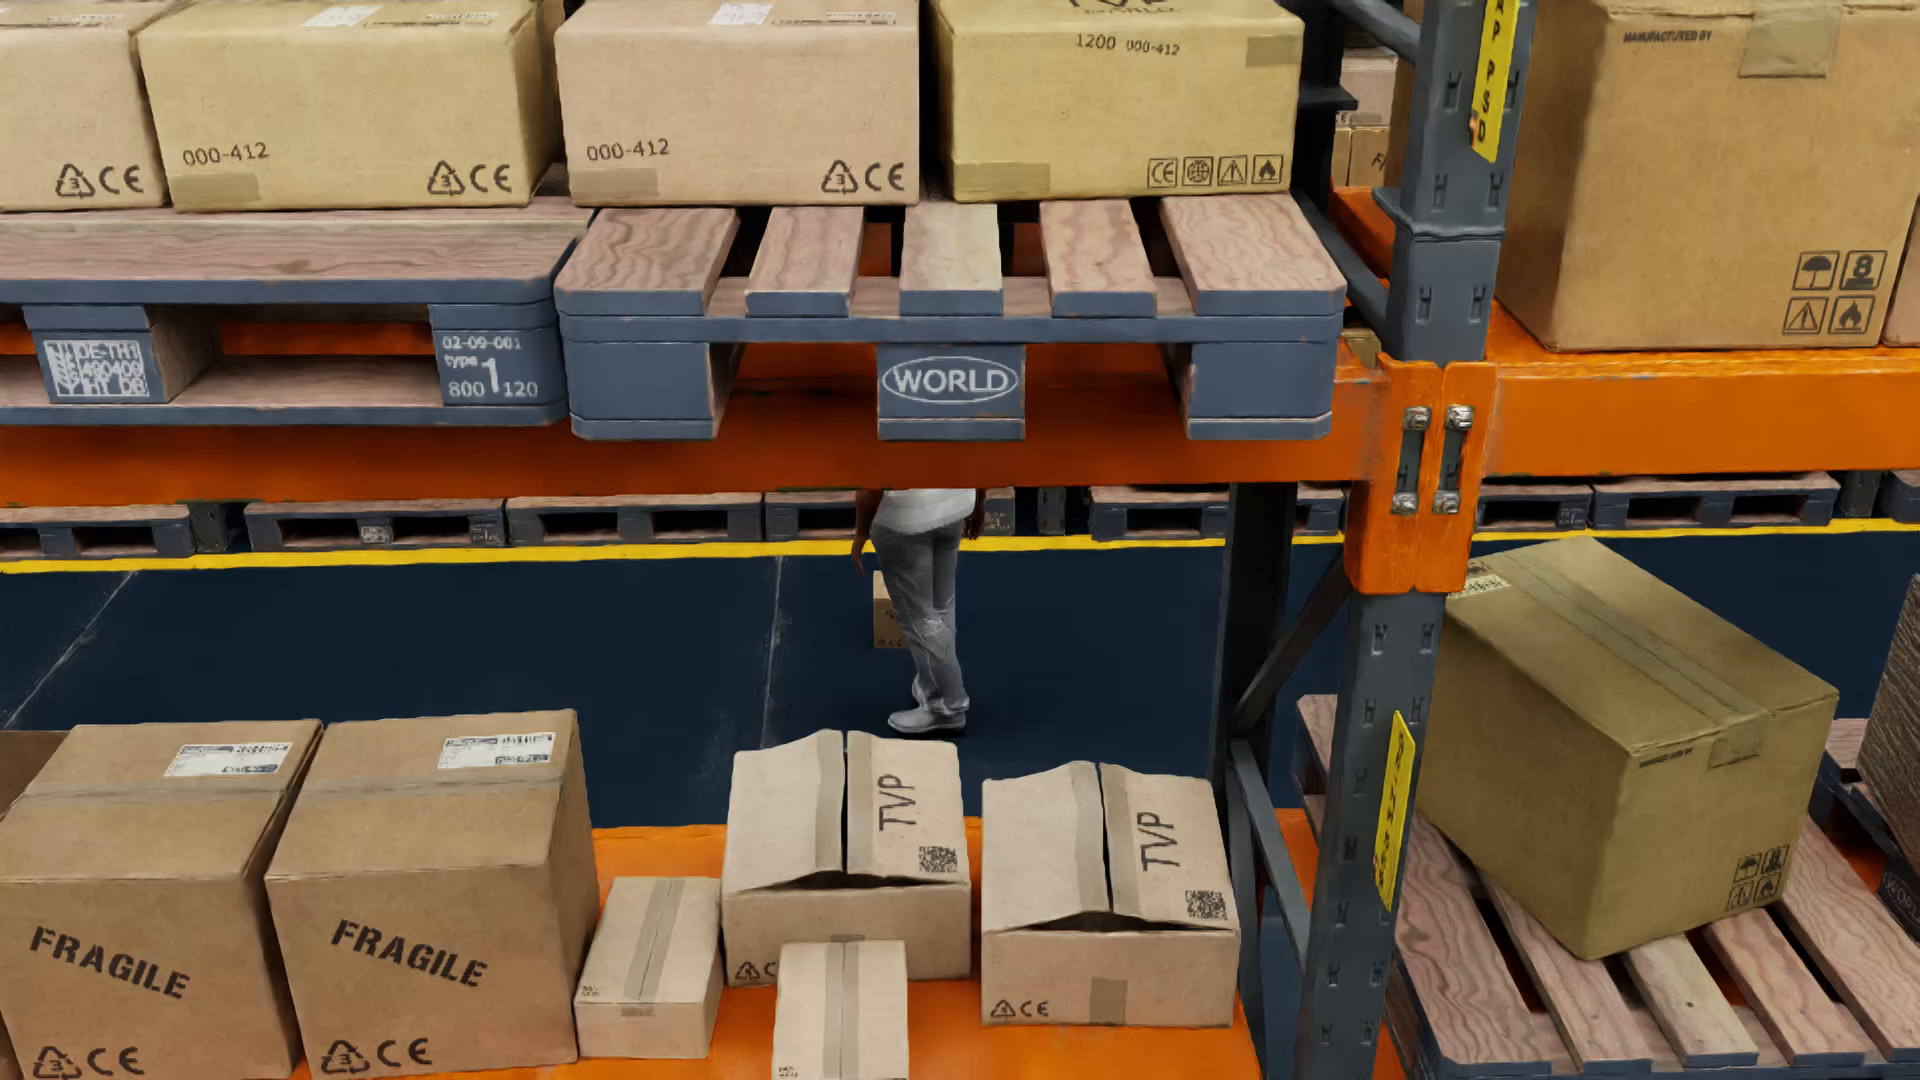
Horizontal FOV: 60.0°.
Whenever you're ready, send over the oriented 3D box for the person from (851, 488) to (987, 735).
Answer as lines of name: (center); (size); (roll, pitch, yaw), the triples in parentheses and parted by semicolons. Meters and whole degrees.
person: (-0.143, -0.089, 6.245); (0.610, 1.765, 0.431); (-20, 33, -33)
